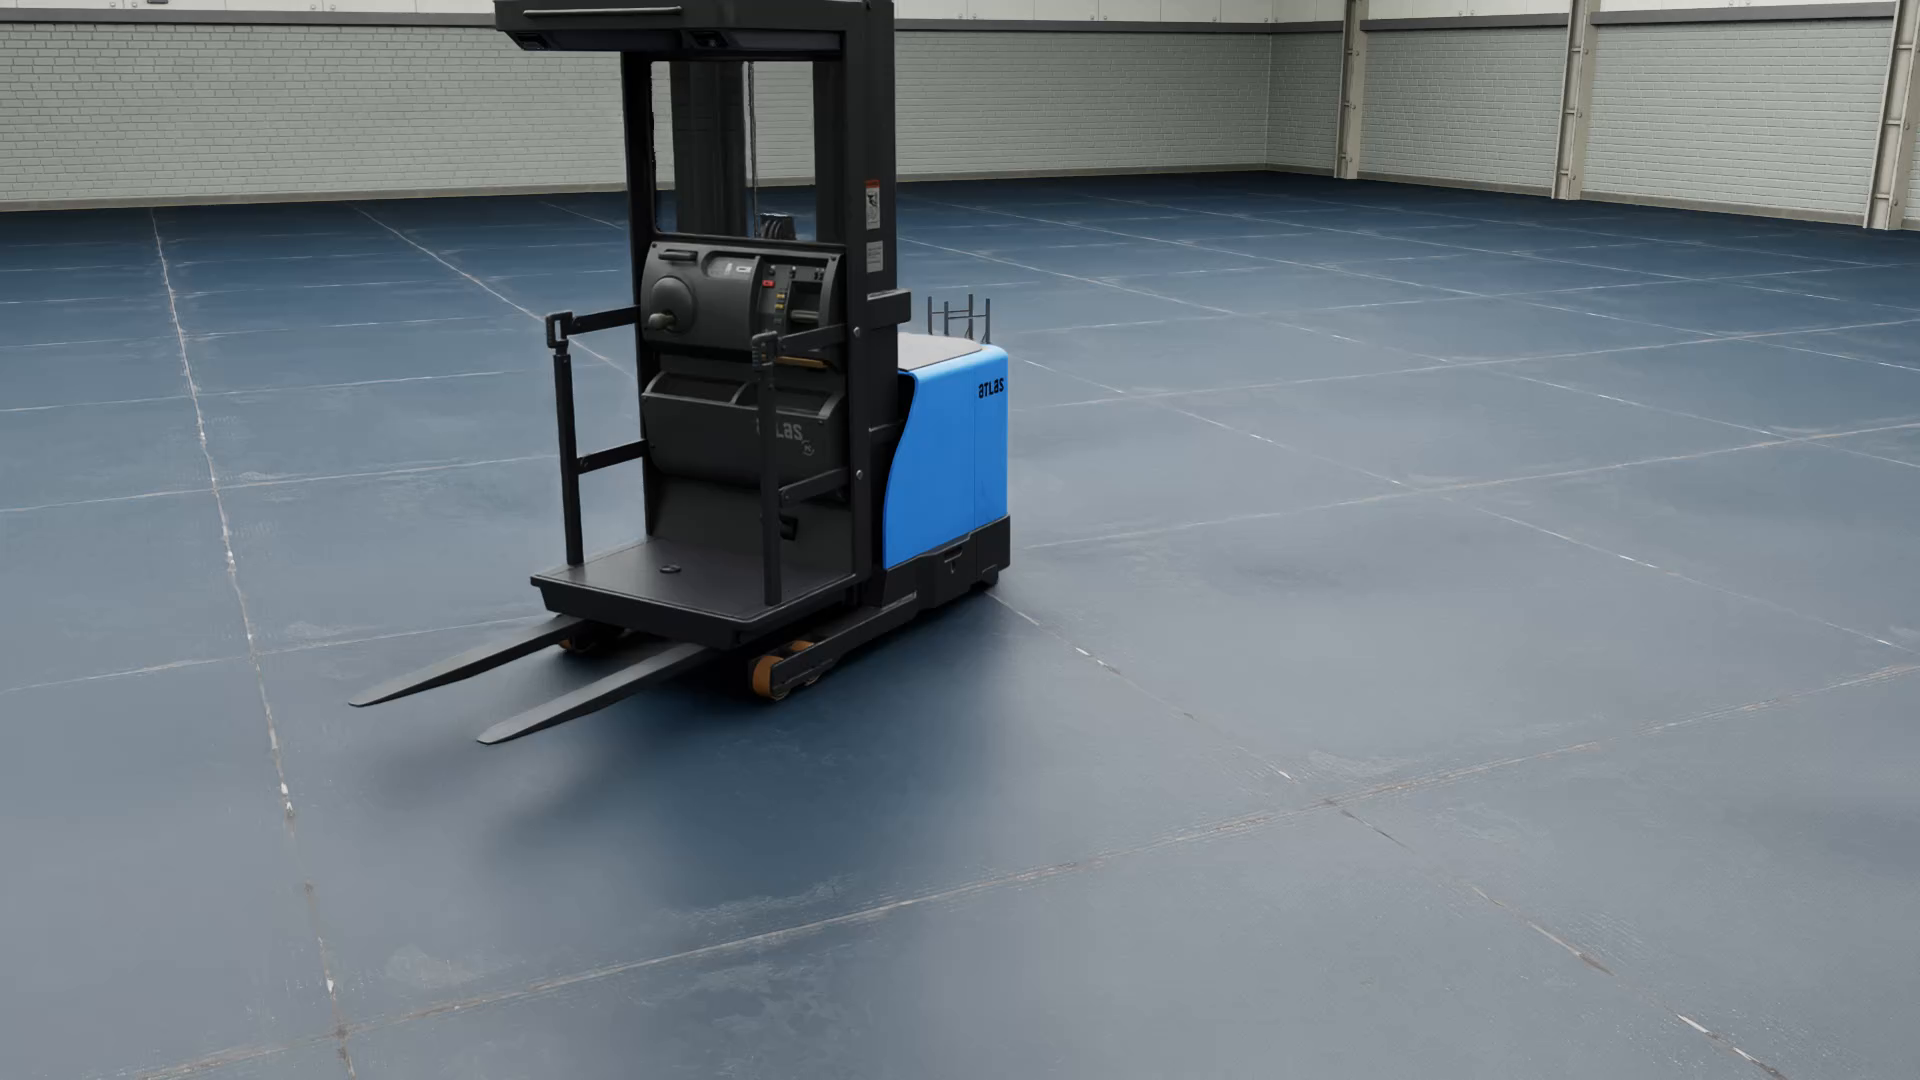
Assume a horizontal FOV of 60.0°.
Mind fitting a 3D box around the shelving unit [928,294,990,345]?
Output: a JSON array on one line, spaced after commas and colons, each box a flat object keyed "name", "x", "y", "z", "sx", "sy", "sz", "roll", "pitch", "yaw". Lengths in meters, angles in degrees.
[{"name": "shelving unit", "x": -0.006, "y": -0.580, "z": 8.098, "sx": 0.258, "sy": 1.200, "sz": 0.189, "roll": -8, "pitch": 18, "yaw": -25}]

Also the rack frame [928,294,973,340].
[{"name": "rack frame", "x": -0.046, "y": -0.603, "z": 8.177, "sx": 0.240, "sy": 1.200, "sz": 0.006, "roll": -8, "pitch": 18, "yaw": -25}]

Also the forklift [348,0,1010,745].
[{"name": "forklift", "x": -0.970, "y": -0.959, "z": 6.279, "sx": 1.130, "sy": 2.935, "sz": 3.031, "roll": 10, "pitch": 19, "yaw": 30}]

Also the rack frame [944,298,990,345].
[{"name": "rack frame", "x": 0.034, "y": -0.558, "z": 8.019, "sx": 0.240, "sy": 1.200, "sz": 0.006, "roll": -8, "pitch": 18, "yaw": -25}]

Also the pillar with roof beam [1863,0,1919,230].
[{"name": "pillar with roof beam", "x": 9.309, "y": -8.257, "z": 20.709, "sx": 9.100, "sy": 9.000, "sz": 0.400, "roll": -8, "pitch": 18, "yaw": -25}]

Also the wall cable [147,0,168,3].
[{"name": "wall cable", "x": -11.955, "y": -11.614, "z": 26.243, "sx": 2.305, "sy": 6.003, "sz": 0.169, "roll": -8, "pitch": 18, "yaw": -25}]

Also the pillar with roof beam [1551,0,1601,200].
[{"name": "pillar with roof beam", "x": 6.681, "y": -9.745, "z": 25.893, "sx": 9.100, "sy": 9.000, "sz": 0.400, "roll": -8, "pitch": 18, "yaw": -25}]

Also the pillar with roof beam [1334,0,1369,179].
[{"name": "pillar with roof beam", "x": 4.052, "y": -11.232, "z": 31.078, "sx": 9.100, "sy": 9.000, "sz": 0.400, "roll": -8, "pitch": 18, "yaw": -25}]
